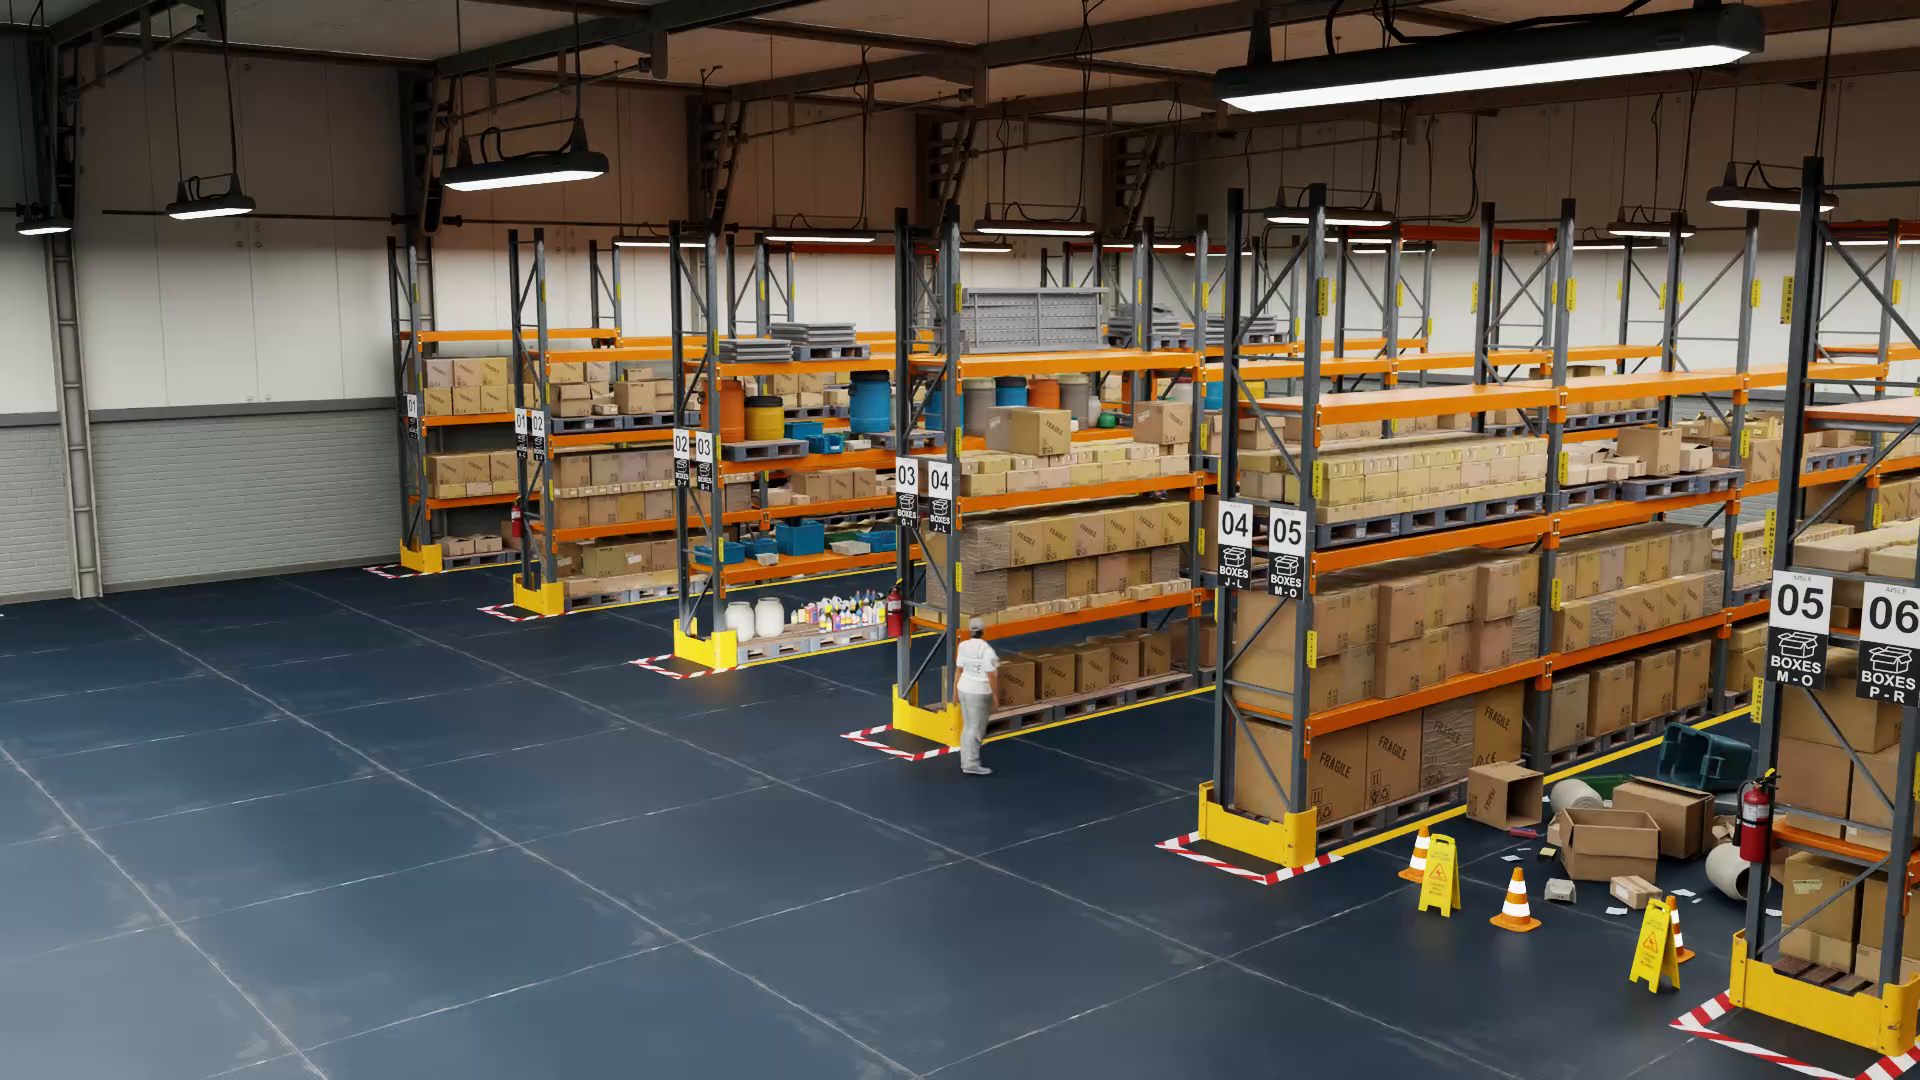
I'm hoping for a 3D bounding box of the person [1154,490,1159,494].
[{"bbox_3d":[4.452,-1.742,39.666,0.531,1.621,1.020,-8,12,-41],"label":"person"}]

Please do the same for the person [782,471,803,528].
[{"bbox_3d":[-3.187,-0.553,32.072,0.446,1.594,0.479,9,12,44],"label":"person"}]

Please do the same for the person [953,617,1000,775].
[{"bbox_3d":[0.190,1.643,17.644,0.428,1.667,0.506,-4,10,-26],"label":"person"}]
